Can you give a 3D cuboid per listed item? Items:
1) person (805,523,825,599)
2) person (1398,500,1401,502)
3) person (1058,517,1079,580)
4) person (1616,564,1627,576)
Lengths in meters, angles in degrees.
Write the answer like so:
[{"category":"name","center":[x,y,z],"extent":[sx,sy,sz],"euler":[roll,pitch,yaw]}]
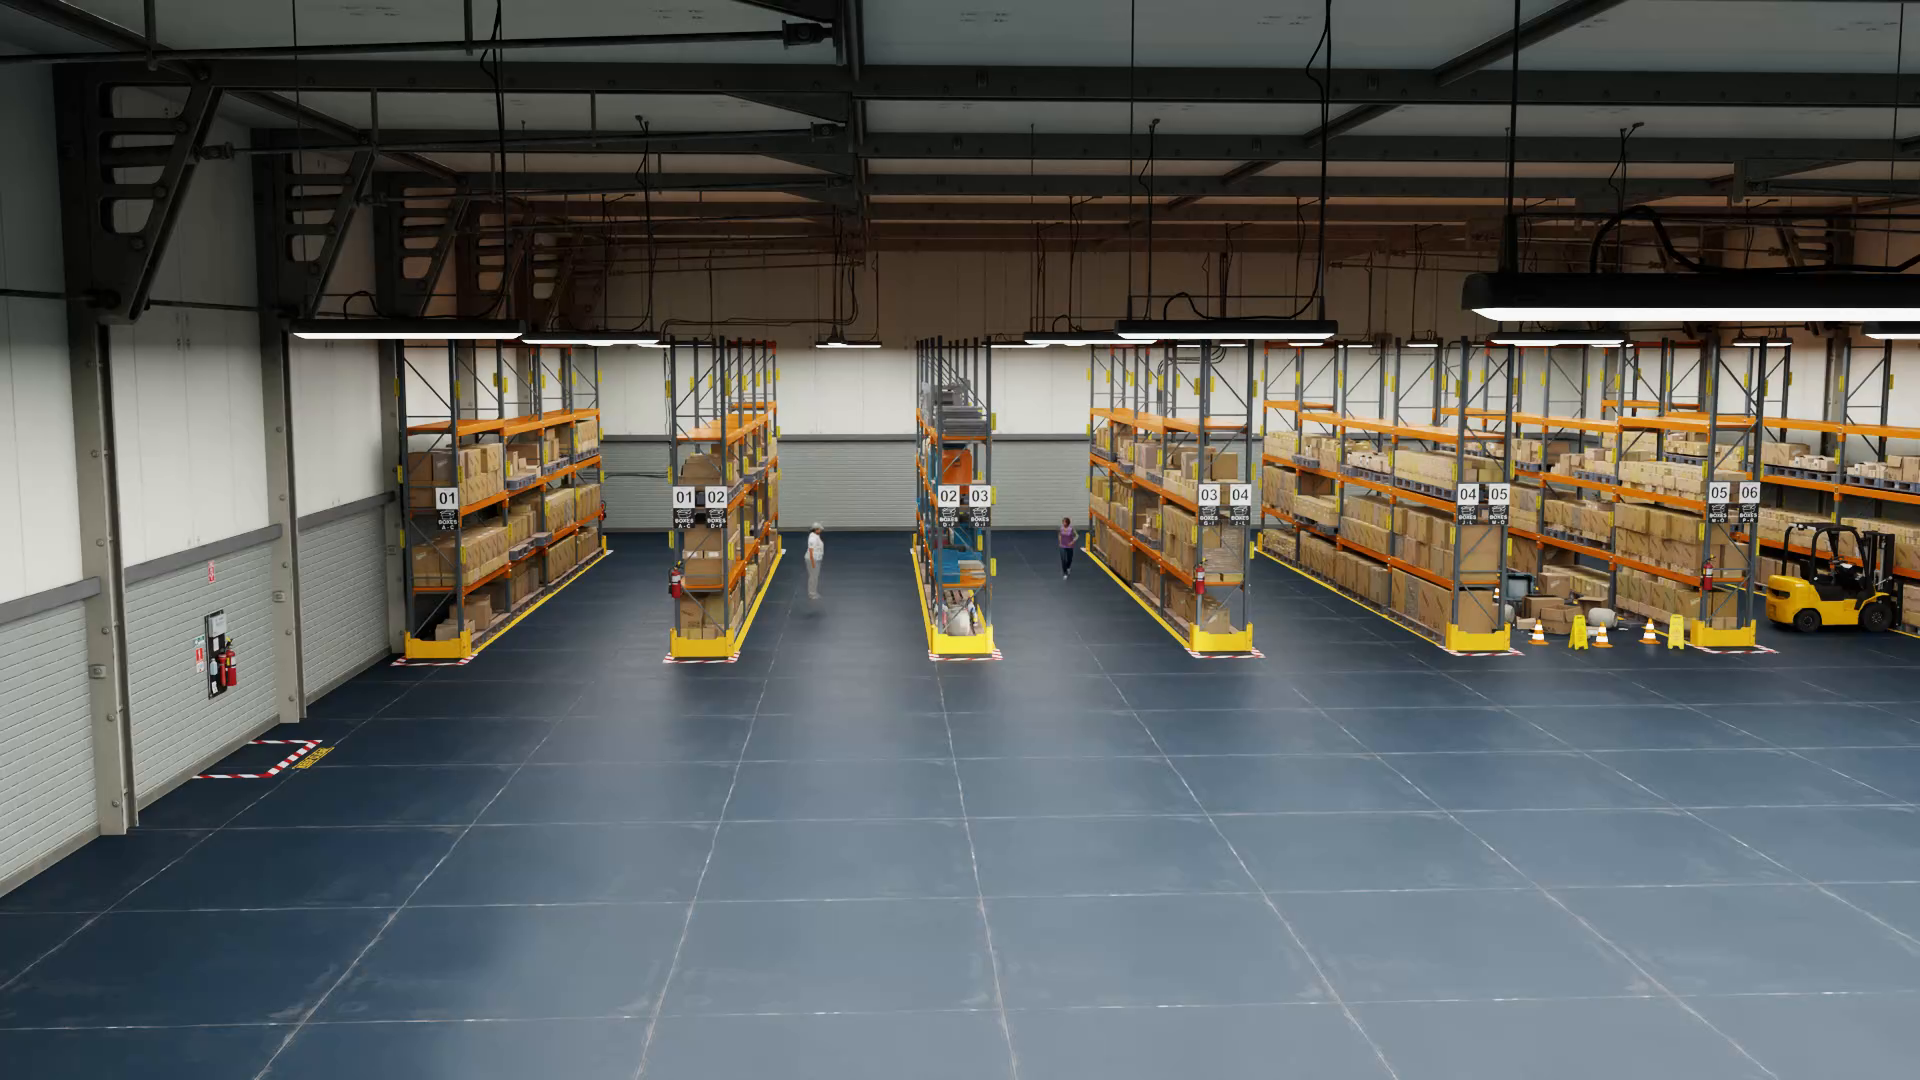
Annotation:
[{"category":"person","center":[-3.201,0.453,36.606],"extent":[0.420,1.669,0.518],"euler":[2,7,14]},{"category":"person","center":[12.035,-0.268,45.654],"extent":[0.438,1.652,0.500],"euler":[1,7,9]},{"category":"person","center":[2.734,0.196,41.978],"extent":[0.514,1.588,0.648],"euler":[0,6,2]},{"category":"person","center":[16.732,0.078,42.063],"extent":[0.433,1.768,0.621],"euler":[3,7,28]}]
